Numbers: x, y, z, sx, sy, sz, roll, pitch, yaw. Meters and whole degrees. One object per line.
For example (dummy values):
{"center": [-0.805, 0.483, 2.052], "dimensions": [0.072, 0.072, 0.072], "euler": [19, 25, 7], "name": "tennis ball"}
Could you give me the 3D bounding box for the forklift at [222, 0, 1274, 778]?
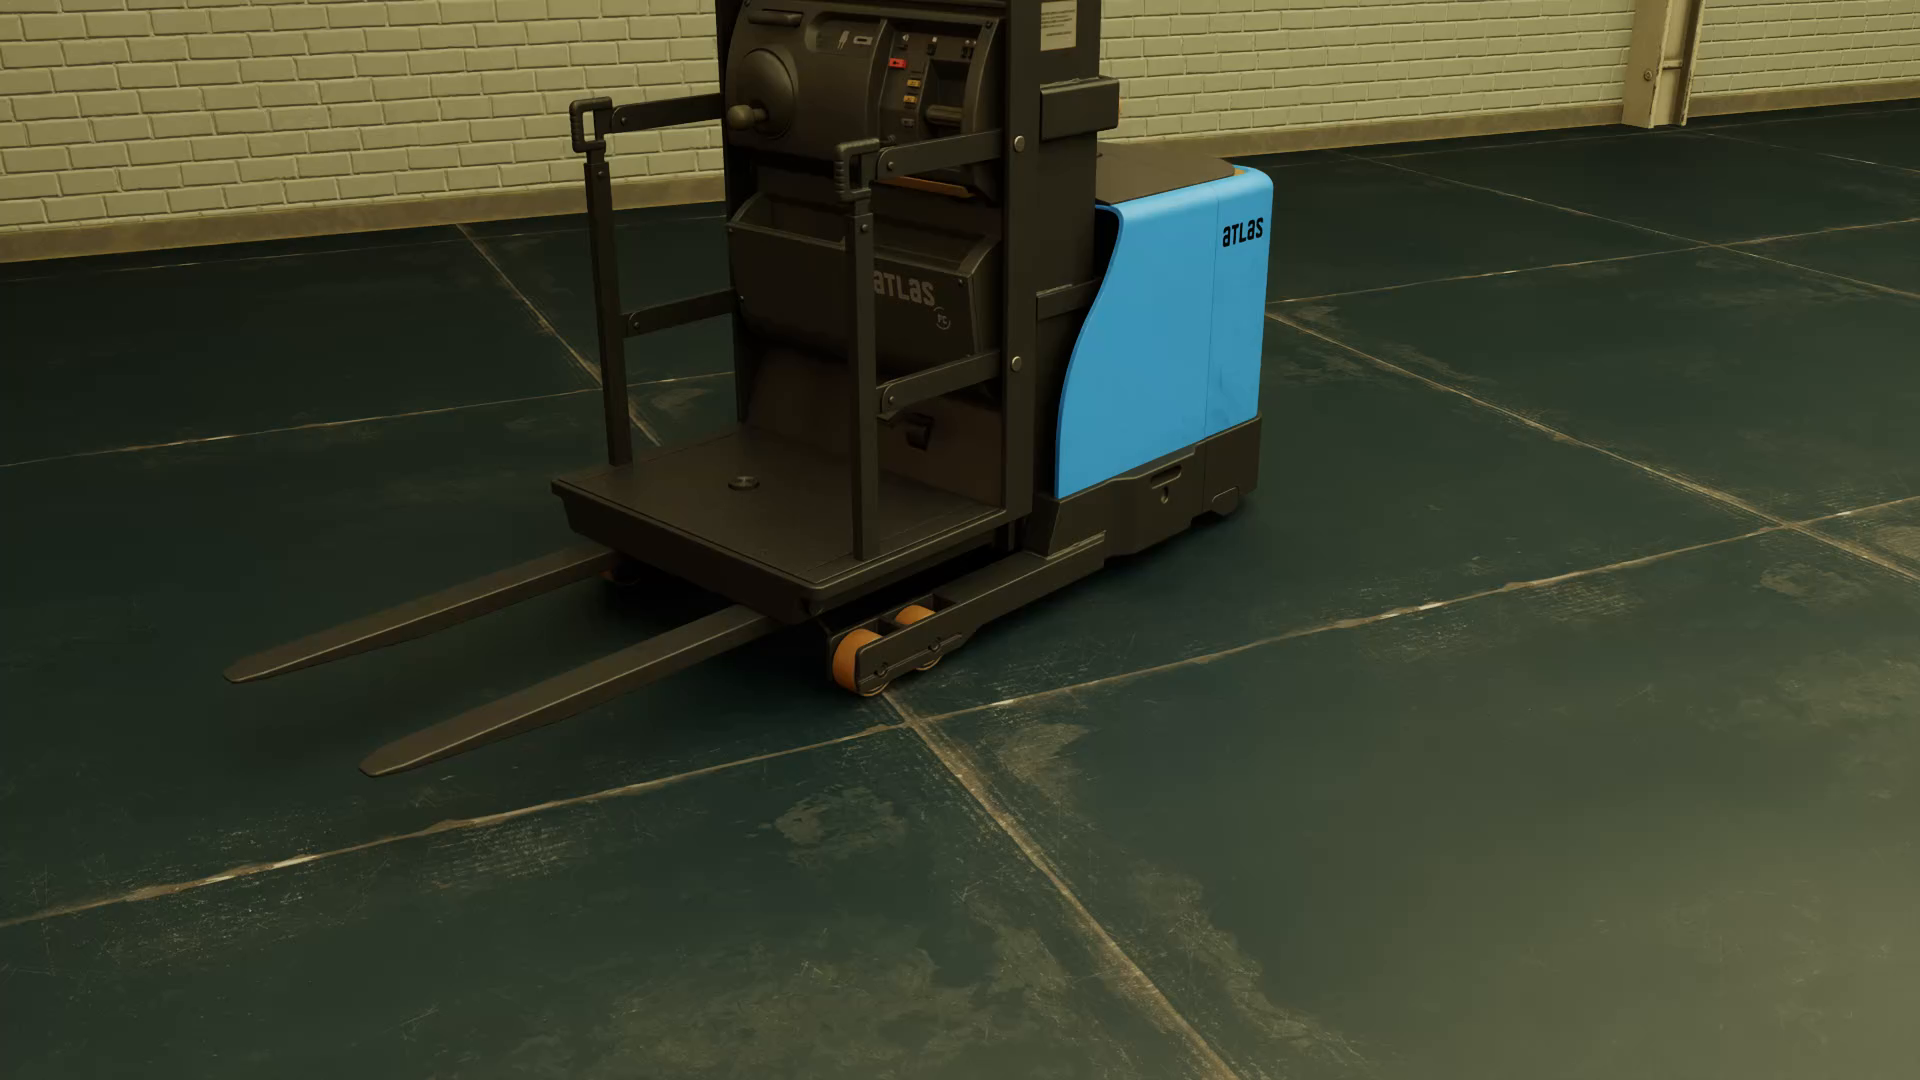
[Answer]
{"center": [-0.413, -1.182, 4.131], "dimensions": [1.130, 2.935, 3.031], "euler": [19, 29, 39], "name": "forklift"}
